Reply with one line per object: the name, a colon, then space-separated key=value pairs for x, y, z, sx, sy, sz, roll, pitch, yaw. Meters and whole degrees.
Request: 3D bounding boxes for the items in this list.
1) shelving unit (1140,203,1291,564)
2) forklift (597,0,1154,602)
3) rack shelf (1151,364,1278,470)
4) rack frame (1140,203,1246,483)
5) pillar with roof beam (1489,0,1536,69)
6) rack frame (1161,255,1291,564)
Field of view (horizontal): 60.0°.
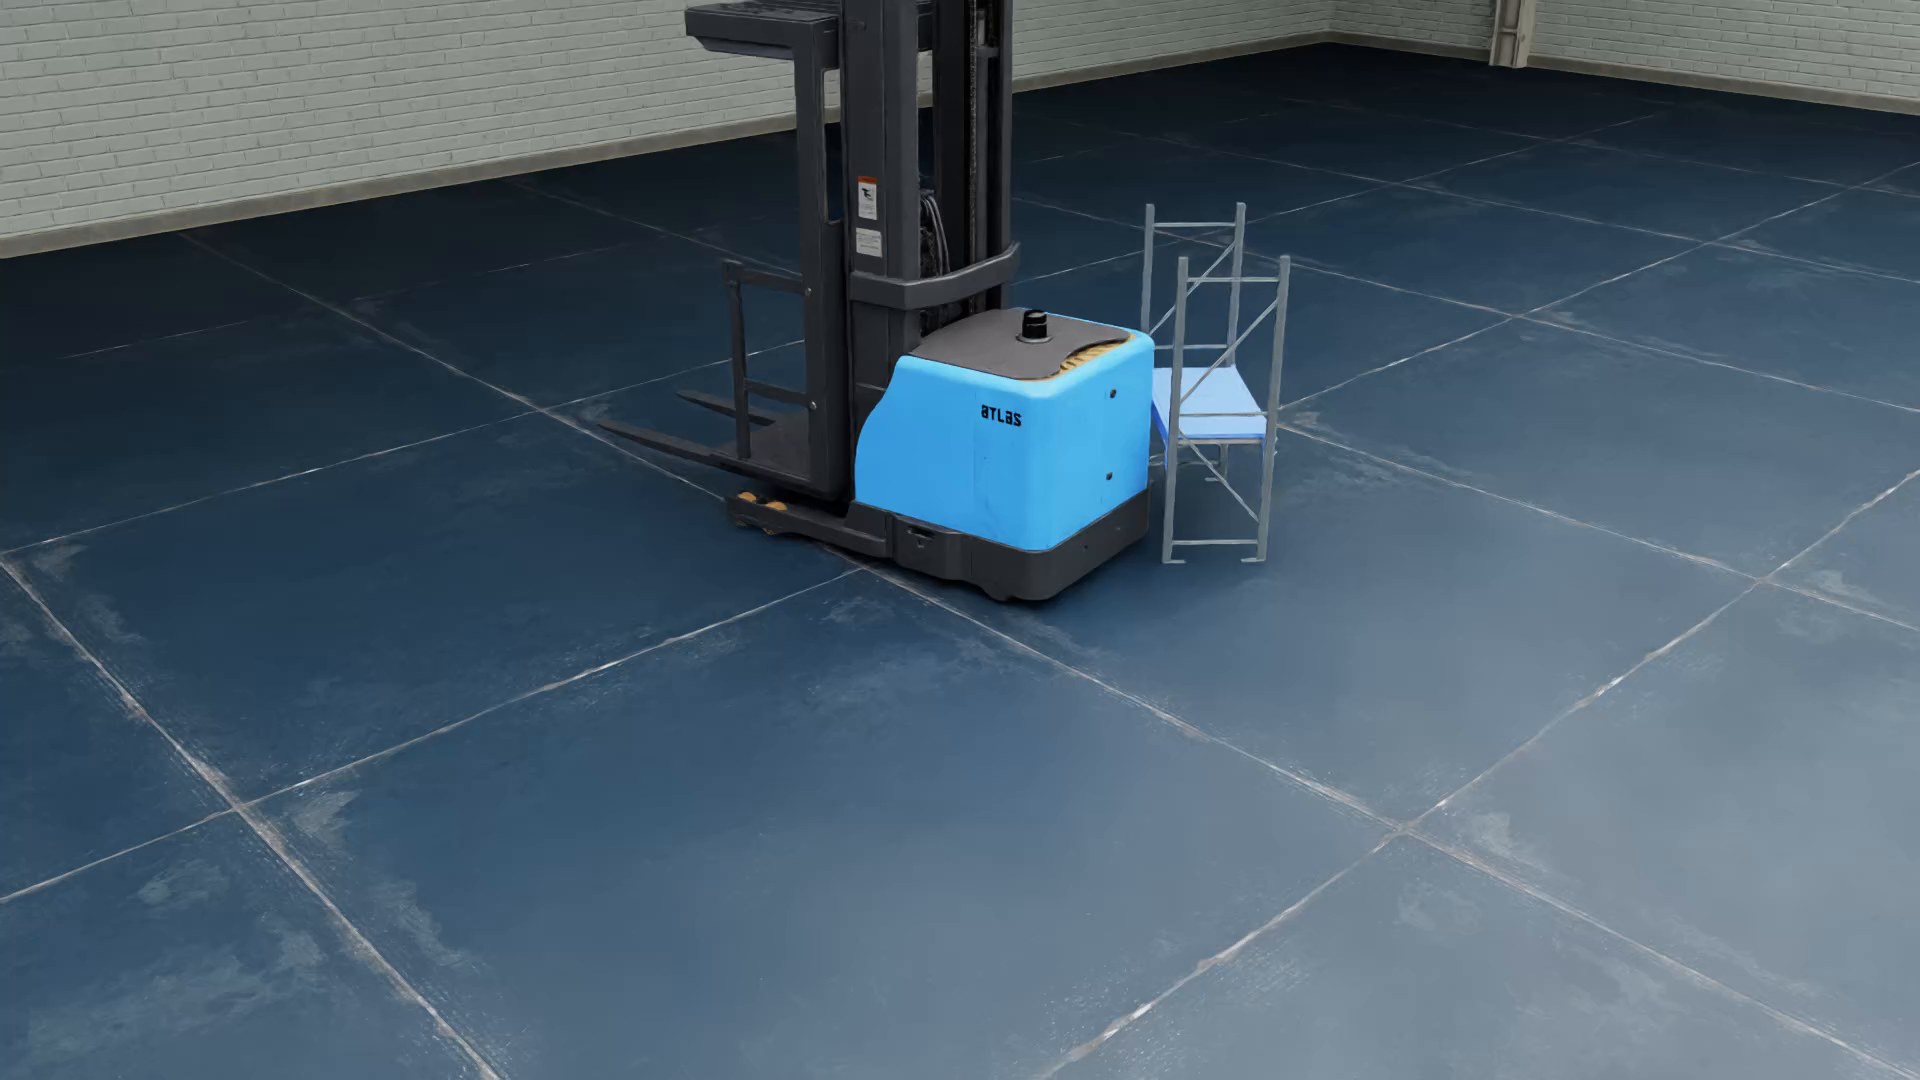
shelving unit: x=1.200 y=-0.788 z=8.171 sx=0.538 sy=1.500 sz=1.048 roll=-1 pitch=25 yaw=-2
forklift: x=-0.569 y=-1.519 z=8.048 sx=3.031 sy=2.935 sz=1.130 roll=16 pitch=29 yaw=32
rack shelf: x=1.200 y=-0.624 z=8.245 sx=0.538 sy=0.185 sz=1.000 roll=-1 pitch=25 yaw=-2
rack frame: x=1.180 y=-0.999 z=8.633 sx=0.500 sy=1.500 sz=0.032 roll=-1 pitch=25 yaw=-2
pillar with roof beam: x=4.110 y=-9.149 z=17.464 sx=9.100 sy=9.000 sz=0.400 roll=-21 pitch=32 yaw=-38
rack frame: x=1.221 y=-0.577 z=7.708 sx=0.500 sy=1.500 sz=0.032 roll=-1 pitch=25 yaw=-2
